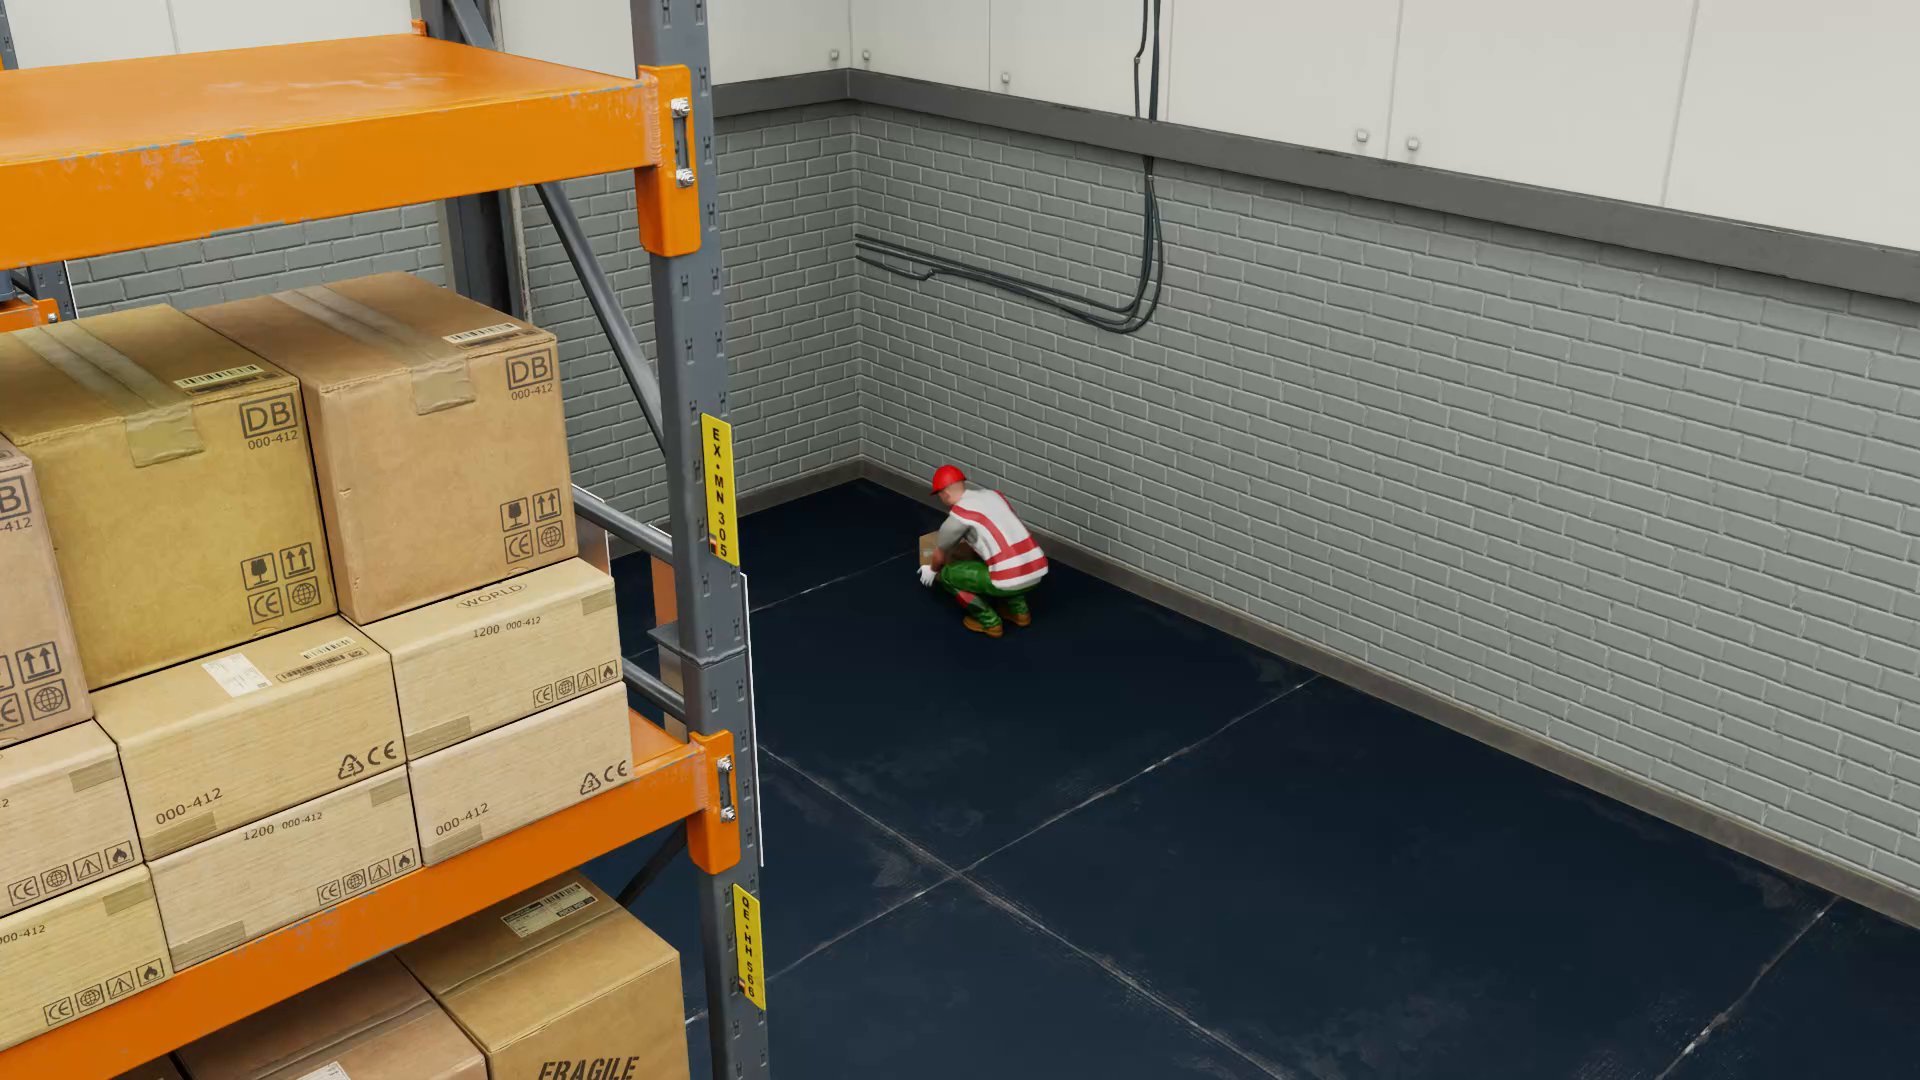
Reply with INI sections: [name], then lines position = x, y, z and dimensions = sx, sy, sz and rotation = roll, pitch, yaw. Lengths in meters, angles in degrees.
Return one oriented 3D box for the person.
[person]
position = 0.136, 0.050, 10.453
dimensions = 0.555, 0.989, 0.880
rotation = -21, 32, -39
